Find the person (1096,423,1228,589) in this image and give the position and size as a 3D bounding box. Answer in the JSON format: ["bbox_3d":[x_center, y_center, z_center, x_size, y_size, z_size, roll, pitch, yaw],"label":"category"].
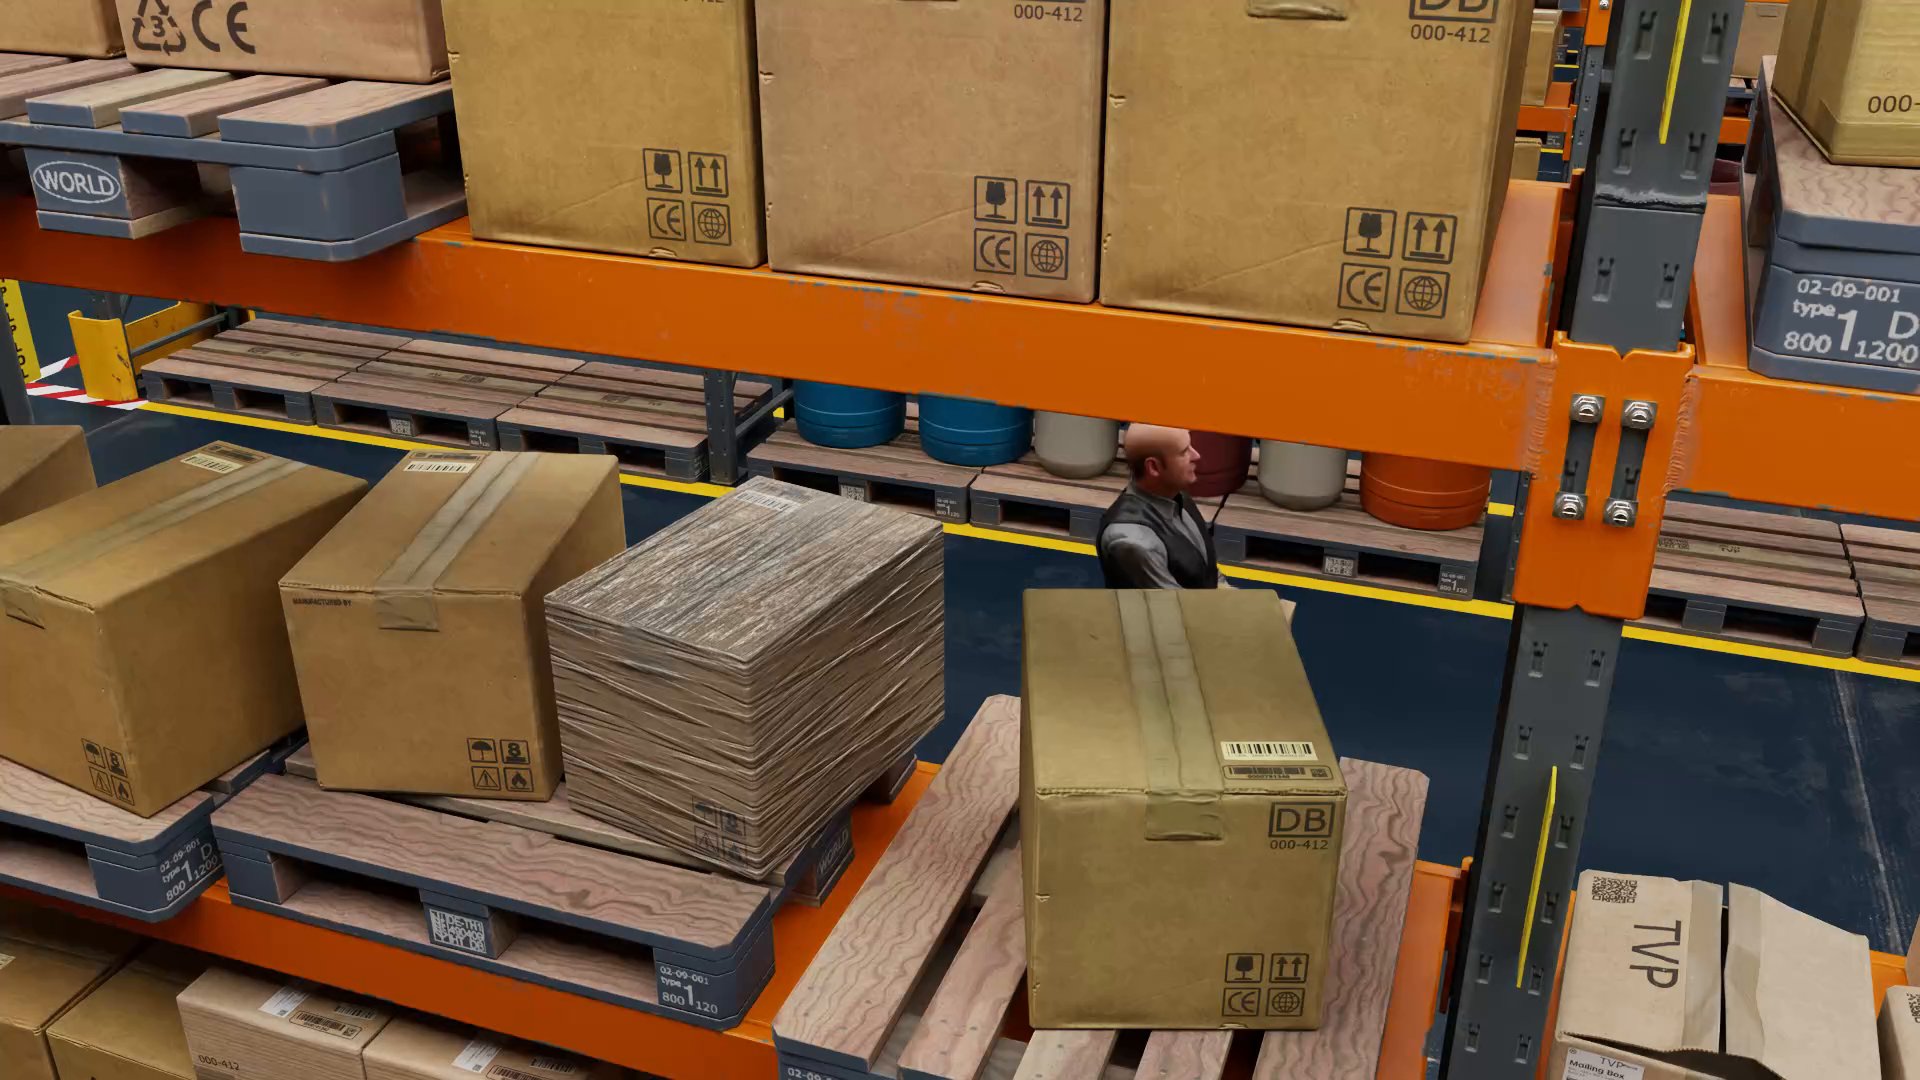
[{"bbox_3d":[0.703,0.426,5.256,0.555,1.718,0.495,9,27,18],"label":"person"}]
